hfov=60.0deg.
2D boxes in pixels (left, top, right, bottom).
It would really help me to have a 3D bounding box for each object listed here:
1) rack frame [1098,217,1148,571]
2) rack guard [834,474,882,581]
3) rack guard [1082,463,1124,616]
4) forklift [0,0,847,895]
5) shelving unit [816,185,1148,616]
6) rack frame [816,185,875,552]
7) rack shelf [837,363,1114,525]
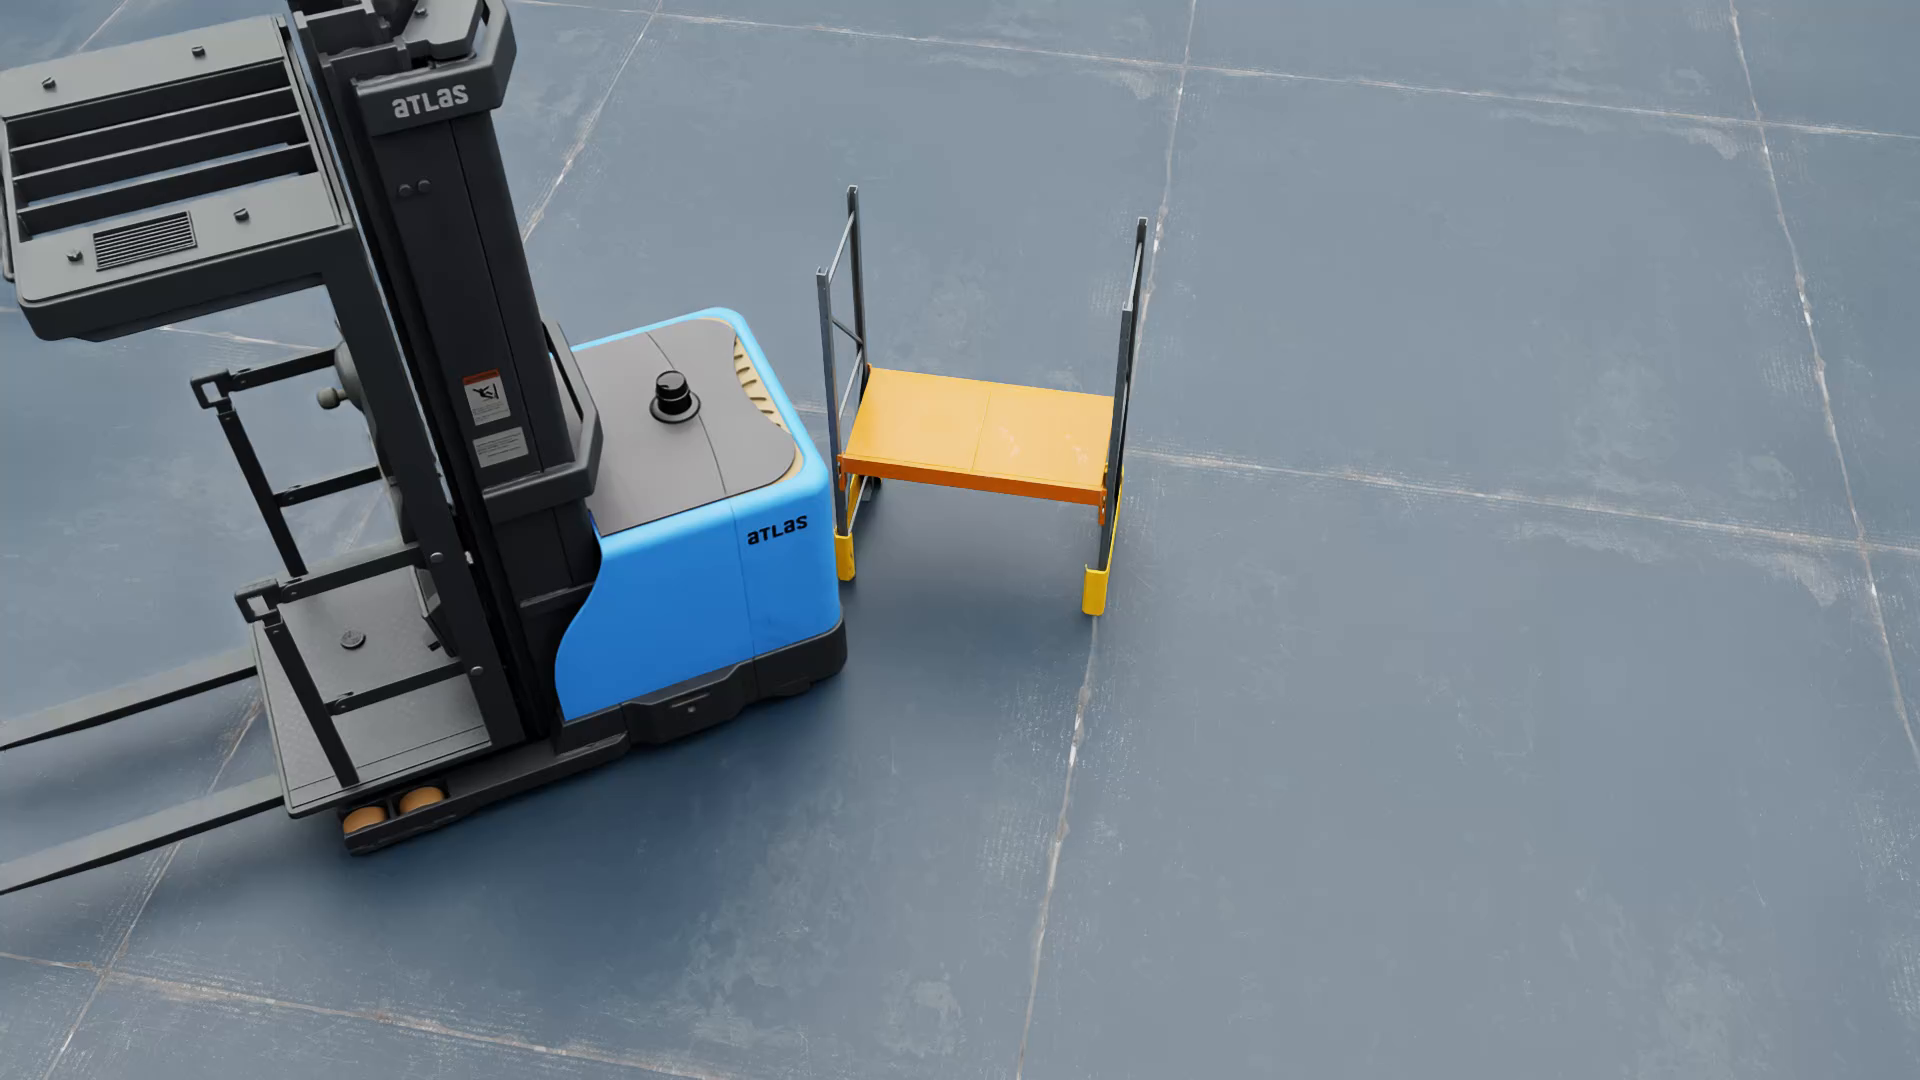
[{"bbox_3d":[0.584,-0.423,6.094,0.032,1.500,0.500,8,49,7],"label":"rack frame"},{"bbox_3d":[-0.415,-0.139,6.679,0.087,0.250,0.587,8,49,7],"label":"rack guard"},{"bbox_3d":[0.565,-0.008,6.561,0.087,0.250,0.587,8,49,7],"label":"rack guard"},{"bbox_3d":[-1.984,-0.353,5.069,3.031,2.935,1.130,-19,51,-16],"label":"forklift"},{"bbox_3d":[0.075,-0.491,6.155,1.083,1.500,0.587,8,49,7],"label":"shelving unit"},{"bbox_3d":[-0.416,-0.557,6.214,0.032,1.500,0.500,8,49,7],"label":"rack frame"},{"bbox_3d":[0.084,-0.370,6.288,1.000,0.185,0.538,8,49,7],"label":"rack shelf"}]
